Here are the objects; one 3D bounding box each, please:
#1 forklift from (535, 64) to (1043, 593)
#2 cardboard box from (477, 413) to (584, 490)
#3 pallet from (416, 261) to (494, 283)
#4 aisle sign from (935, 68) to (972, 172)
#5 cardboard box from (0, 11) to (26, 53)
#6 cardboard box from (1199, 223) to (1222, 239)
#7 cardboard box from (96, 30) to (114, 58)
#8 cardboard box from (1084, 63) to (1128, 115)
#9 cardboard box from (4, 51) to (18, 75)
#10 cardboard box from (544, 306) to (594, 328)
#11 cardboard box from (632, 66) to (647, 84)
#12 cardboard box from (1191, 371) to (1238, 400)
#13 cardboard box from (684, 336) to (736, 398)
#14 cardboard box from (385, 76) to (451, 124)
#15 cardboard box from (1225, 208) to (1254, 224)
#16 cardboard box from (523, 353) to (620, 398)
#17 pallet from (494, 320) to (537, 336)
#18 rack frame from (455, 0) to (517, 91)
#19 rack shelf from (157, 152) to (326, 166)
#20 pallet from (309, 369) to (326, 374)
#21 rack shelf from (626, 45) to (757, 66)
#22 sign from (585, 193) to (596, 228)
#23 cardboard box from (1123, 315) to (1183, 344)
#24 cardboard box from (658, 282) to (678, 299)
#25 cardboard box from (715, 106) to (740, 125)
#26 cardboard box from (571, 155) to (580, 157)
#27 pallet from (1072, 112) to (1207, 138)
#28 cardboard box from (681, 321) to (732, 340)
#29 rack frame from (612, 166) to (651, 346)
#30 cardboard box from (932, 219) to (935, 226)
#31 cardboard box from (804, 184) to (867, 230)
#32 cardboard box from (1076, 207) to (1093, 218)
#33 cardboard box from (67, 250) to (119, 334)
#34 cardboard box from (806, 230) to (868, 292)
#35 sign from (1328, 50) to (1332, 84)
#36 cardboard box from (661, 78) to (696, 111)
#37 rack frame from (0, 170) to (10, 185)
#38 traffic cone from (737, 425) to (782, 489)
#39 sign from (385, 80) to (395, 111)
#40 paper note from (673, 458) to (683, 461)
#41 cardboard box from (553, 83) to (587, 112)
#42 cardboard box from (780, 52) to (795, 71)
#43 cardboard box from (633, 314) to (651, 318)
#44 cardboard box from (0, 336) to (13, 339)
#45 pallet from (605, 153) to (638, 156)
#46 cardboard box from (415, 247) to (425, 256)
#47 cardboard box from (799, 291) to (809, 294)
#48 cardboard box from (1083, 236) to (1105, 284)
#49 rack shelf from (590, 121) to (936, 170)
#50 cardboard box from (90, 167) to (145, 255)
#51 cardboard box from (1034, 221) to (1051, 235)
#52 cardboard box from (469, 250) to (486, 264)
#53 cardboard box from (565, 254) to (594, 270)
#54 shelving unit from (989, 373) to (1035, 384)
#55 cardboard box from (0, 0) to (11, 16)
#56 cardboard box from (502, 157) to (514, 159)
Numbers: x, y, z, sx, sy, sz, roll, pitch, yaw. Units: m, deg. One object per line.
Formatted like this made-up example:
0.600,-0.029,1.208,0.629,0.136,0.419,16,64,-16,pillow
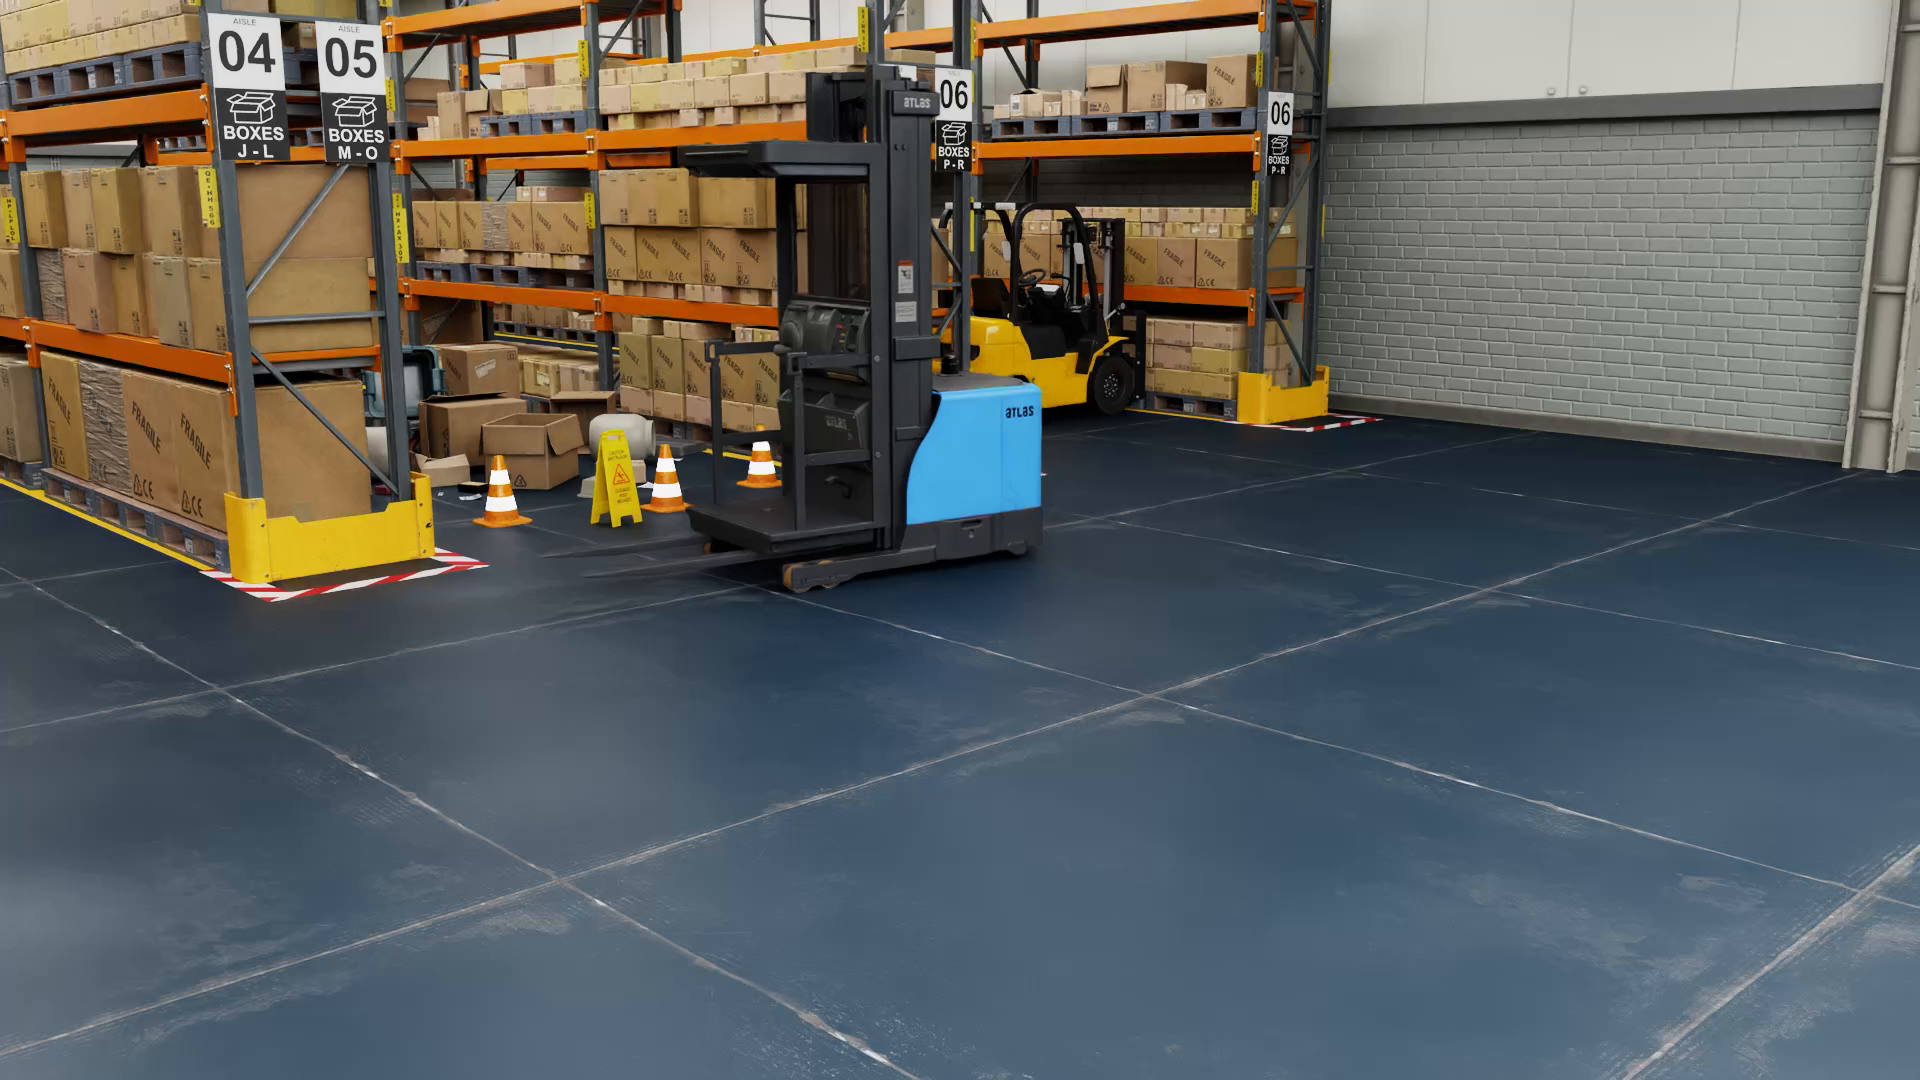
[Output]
-0.976,-1.253,9.729,3.031,2.935,1.130,-8,14,-35,forklift
-3.360,-0.703,13.076,0.637,0.503,0.797,1,12,6,cardboard box
-5.271,-3.006,18.545,1.213,0.211,1.003,-11,16,-43,pallet
-0.049,-3.329,13.195,0.394,0.787,0.004,-11,16,-43,aisle sign
-6.453,-3.587,11.800,0.500,0.250,0.500,-11,16,-42,cardboard box
2.631,-3.126,16.793,0.380,0.149,0.250,-11,16,-42,cardboard box
-5.178,-3.105,10.449,0.380,0.149,0.250,-11,16,-42,cardboard box
1.778,-4.773,17.668,0.797,0.503,0.637,-10,15,-41,cardboard box
-6.583,-3.401,11.888,0.380,0.149,0.250,-11,16,-43,cardboard box
-6.145,-3.646,26.331,0.500,0.500,0.700,11,16,43,cardboard box
-2.720,-4.177,14.966,0.250,0.149,0.380,11,16,43,cardboard box
2.719,-1.598,17.006,0.500,0.250,0.500,-11,16,-42,cardboard box
-2.131,-1.556,14.944,0.500,0.500,0.500,-10,15,-40,cardboard box
-6.210,-4.949,18.768,0.637,0.503,0.797,11,16,42,cardboard box
2.872,-3.249,16.657,0.380,0.149,0.250,-11,16,-42,cardboard box
-3.941,-1.705,17.225,0.950,0.372,0.625,-10,15,-39,cardboard box
-7.174,-3.556,27.649,1.003,0.211,1.213,-11,16,-43,pallet
-7.778,-7.988,27.380,1.000,3.000,0.127,-11,16,-43,rack frame
-9.984,-5.182,22.979,1.077,0.370,4.000,-11,16,-43,rack shelf
-8.016,-2.305,21.578,1.003,0.211,1.213,-11,16,-43,pallet
-3.634,-6.564,23.243,1.077,0.370,4.000,-11,16,-43,rack shelf
-3.477,-3.095,15.631,0.100,0.325,0.005,-11,16,-43,sign
2.015,-2.233,17.610,0.500,0.250,0.500,-11,16,-42,cardboard box
-2.530,-2.287,15.200,0.380,0.149,0.250,-10,15,-41,cardboard box
-1.858,-3.599,14.136,0.380,0.149,0.250,-11,16,-43,cardboard box
-5.644,-5.859,25.105,0.380,0.149,0.250,-11,16,-43,cardboard box
1.955,-4.425,17.741,1.003,0.211,1.213,-11,16,-43,pallet
-2.279,-1.886,14.938,0.380,0.149,0.250,-10,15,-39,cardboard box
-5.016,-4.465,25.152,1.000,3.000,0.127,-11,16,-43,rack frame
-0.210,-3.762,19.881,0.380,0.149,0.250,-11,16,-43,cardboard box
-0.827,-2.750,13.365,0.500,0.500,0.700,11,16,44,cardboard box
1.462,-3.545,18.094,0.380,0.149,0.250,-11,16,-43,cardboard box
-5.641,-1.750,11.601,0.875,0.550,0.550,-11,16,-43,cardboard box
-0.890,-2.257,13.450,0.500,0.500,0.500,-11,16,-44,cardboard box
3.677,-4.727,16.624,0.100,0.325,0.005,-11,16,-43,sign
-2.273,-3.896,14.588,0.500,0.250,0.500,-11,16,-42,cardboard box
-9.351,-2.485,15.539,1.000,3.000,0.127,-11,16,-43,rack frame
-1.546,-0.662,12.980,0.336,0.463,0.334,-11,16,-43,traffic cone
-6.248,-4.874,18.226,0.100,0.325,0.005,-11,16,-43,sign
-2.456,-0.688,14.177,0.148,0.019,0.142,6,13,26,paper note
-3.586,-4.272,16.111,0.500,0.250,0.500,-11,16,-44,cardboard box
-1.241,-3.889,13.565,0.380,0.149,0.250,-11,16,-42,cardboard box
-4.469,-3.269,24.497,0.500,0.500,0.500,-11,16,-43,cardboard box
-8.995,-1.487,15.232,1.050,0.750,0.750,-11,16,-43,cardboard box
-4.616,-5.738,24.359,1.213,0.211,1.003,-11,16,-43,pallet
-6.359,-3.396,19.095,0.500,0.250,0.500,-11,16,-43,cardboard box
-1.146,-1.986,13.738,0.380,0.149,0.250,-11,16,-44,cardboard box
1.681,-3.022,17.898,0.500,0.500,0.500,-11,16,-42,cardboard box
-1.697,-3.431,14.478,1.077,0.370,4.000,-11,16,-43,rack shelf
-5.250,-2.207,11.140,0.875,0.550,0.500,-11,16,-43,cardboard box
1.036,-3.463,18.433,0.380,0.149,0.250,-10,16,-41,cardboard box
-5.026,-3.039,17.811,0.380,0.149,0.250,-10,15,-39,cardboard box
-3.633,-2.725,16.286,0.380,0.149,0.250,-11,16,-42,cardboard box
0.304,-0.569,11.028,0.215,1.050,0.252,-1,11,-32,shelving unit
-6.583,-3.792,11.808,0.380,0.149,0.250,-11,16,-42,cardboard box
-7.077,-6.154,26.537,0.380,0.149,0.250,-11,16,-43,cardboard box
